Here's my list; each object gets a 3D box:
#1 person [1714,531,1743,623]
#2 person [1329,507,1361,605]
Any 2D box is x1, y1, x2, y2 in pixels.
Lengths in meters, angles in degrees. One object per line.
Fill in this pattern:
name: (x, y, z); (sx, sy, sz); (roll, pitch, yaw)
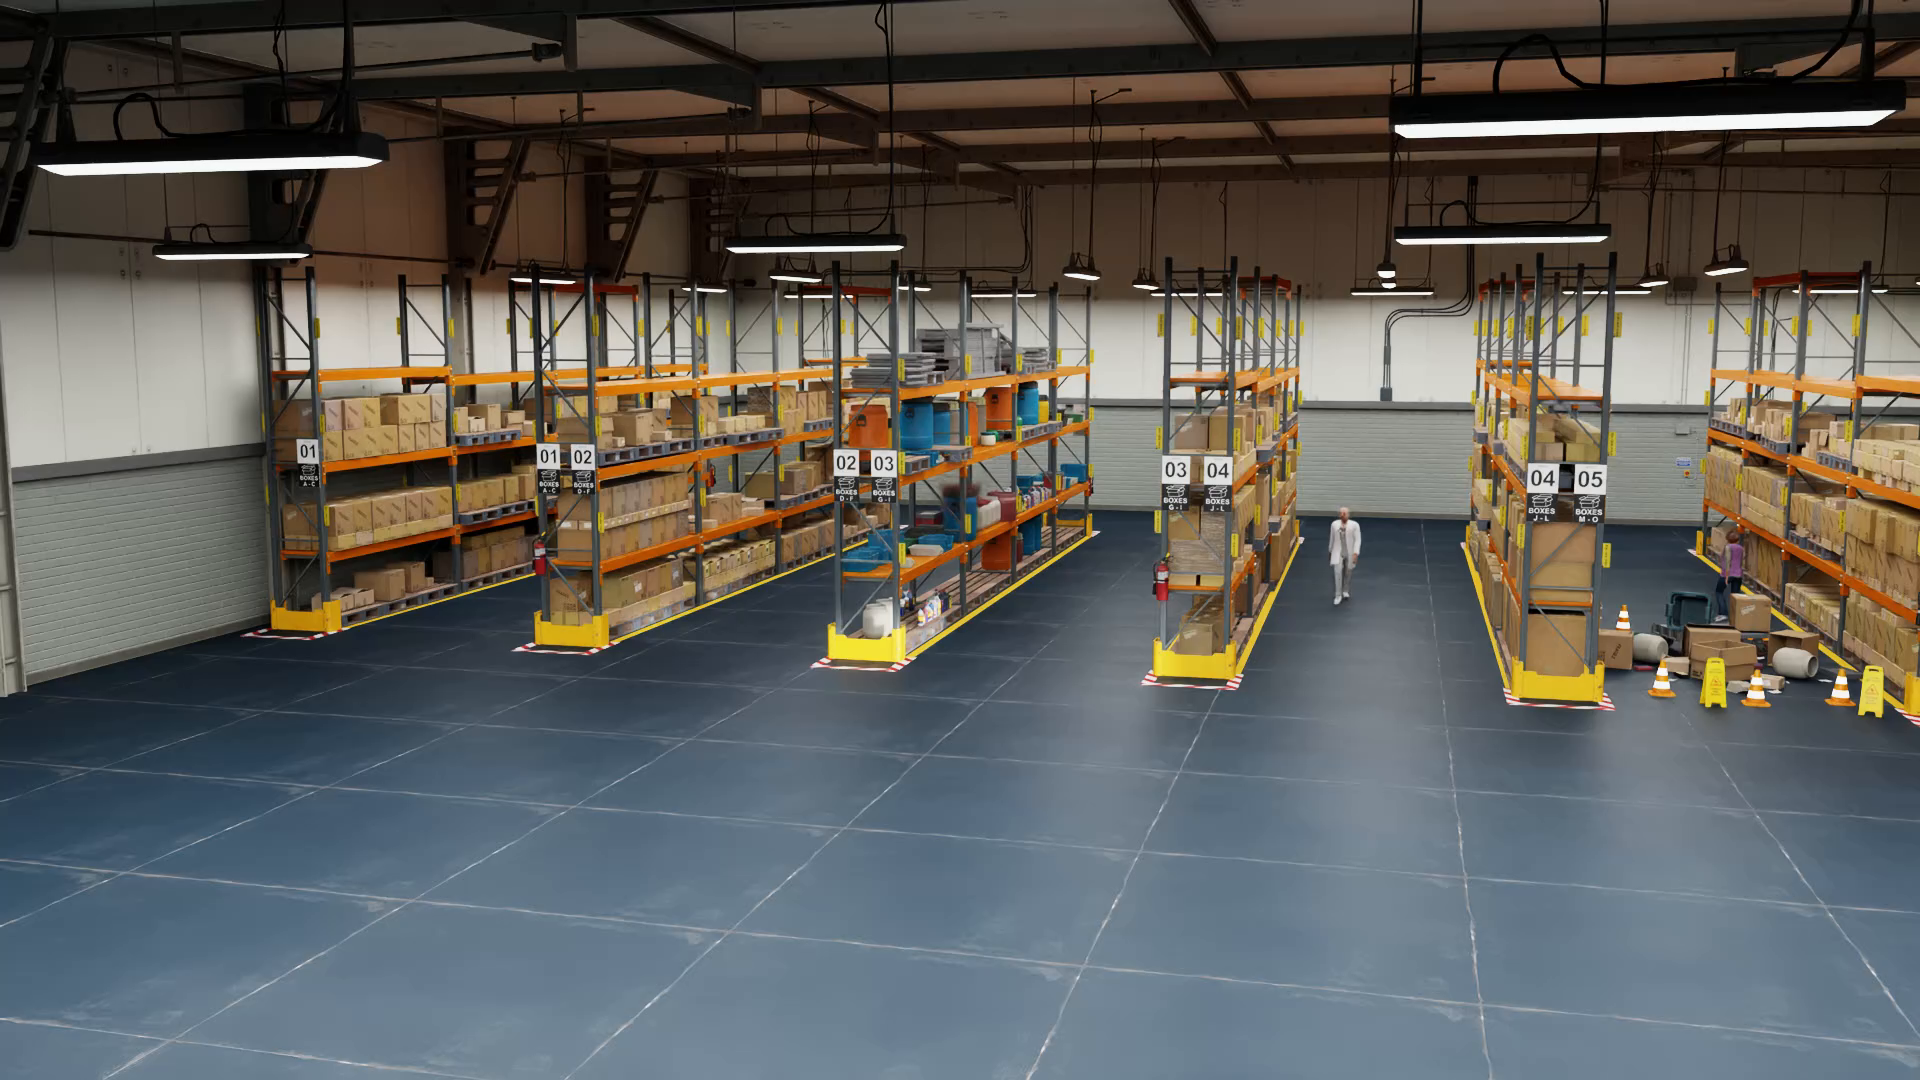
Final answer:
person: (13.095, 0.640, 28.152); (0.416, 1.578, 0.528); (0, 7, -2)
person: (7.064, 0.257, 30.499); (0.546, 1.729, 1.099); (1, 7, 7)
